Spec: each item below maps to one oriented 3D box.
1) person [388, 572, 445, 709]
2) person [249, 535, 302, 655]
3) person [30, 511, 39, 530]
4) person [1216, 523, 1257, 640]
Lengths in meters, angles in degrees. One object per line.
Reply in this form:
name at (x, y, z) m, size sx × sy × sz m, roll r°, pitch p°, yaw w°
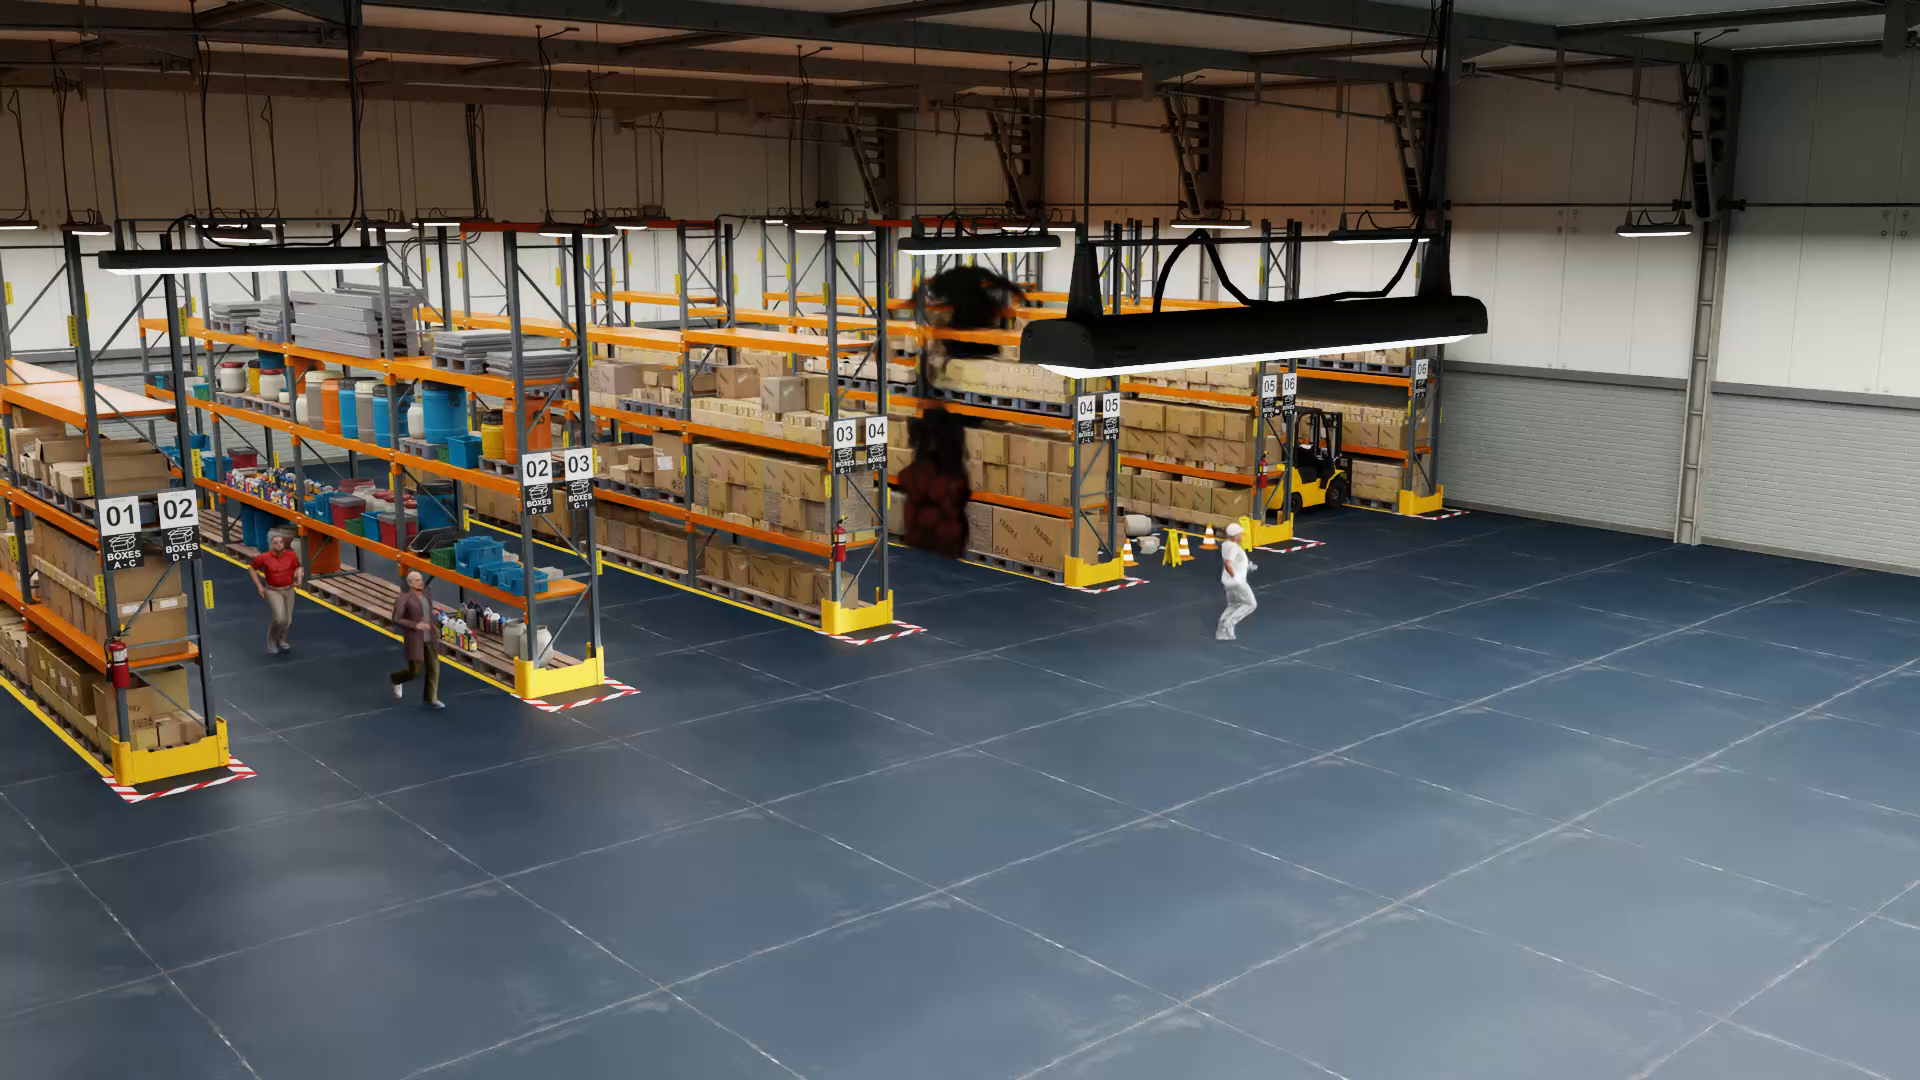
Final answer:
person at (-6.931, 1.260, 21.183) m, size 0.866 × 1.754 × 0.745 m, roll 6°, pitch 13°, yaw 28°
person at (-9.676, 0.780, 23.724) m, size 0.685 × 1.729 × 0.661 m, roll 10°, pitch 15°, yaw 42°
person at (-17.483, -0.699, 31.011) m, size 0.808 × 1.753 × 0.704 m, roll 7°, pitch 14°, yaw 33°
person at (4.072, 0.614, 24.353) m, size 0.628 × 1.739 × 0.671 m, roll -2°, pitch 12°, yaw -10°
